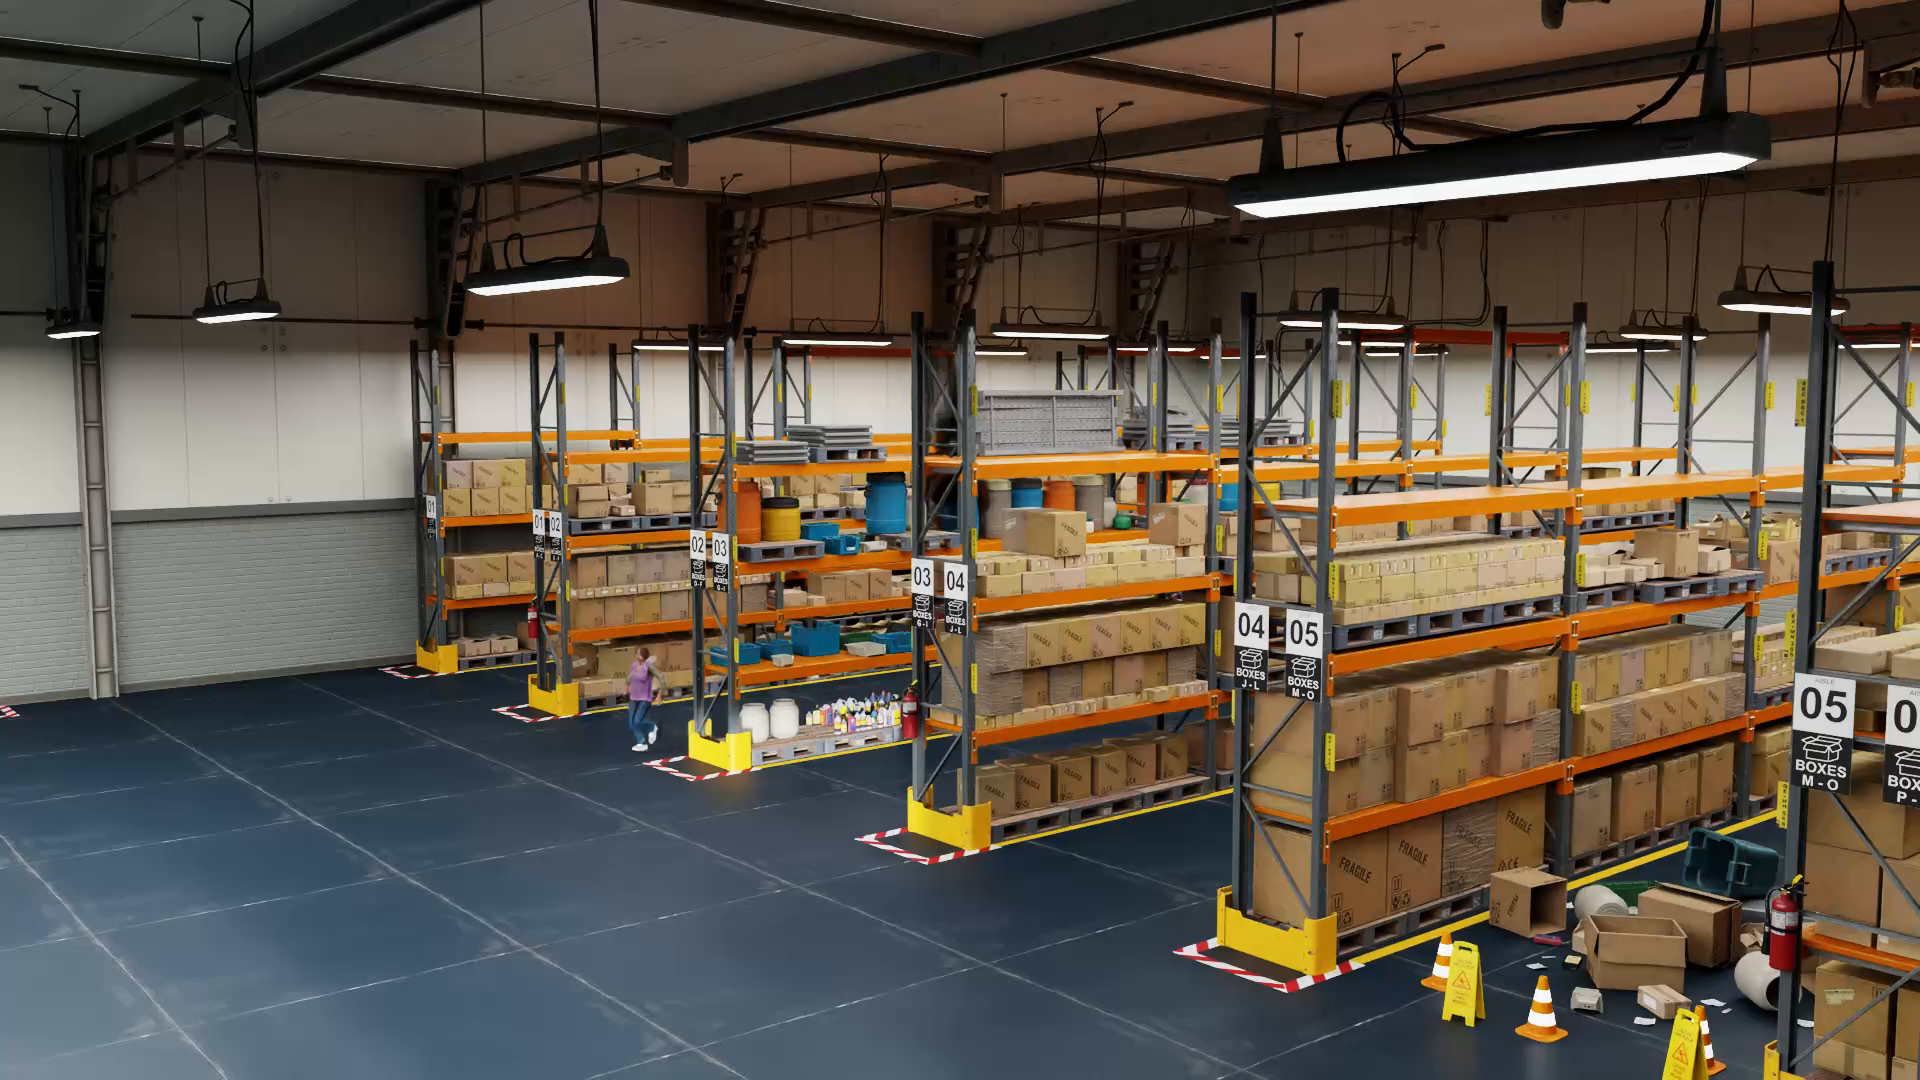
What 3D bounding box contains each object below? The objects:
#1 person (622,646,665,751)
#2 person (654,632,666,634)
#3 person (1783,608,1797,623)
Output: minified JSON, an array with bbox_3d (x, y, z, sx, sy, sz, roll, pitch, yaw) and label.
[{"bbox_3d":[-4.468,2.233,23.344,0.593,1.515,0.522,3,6,28],"label":"person"},{"bbox_3d":[-5.278,1.590,29.698,1.077,1.732,0.663,-5,7,-41],"label":"person"},{"bbox_3d":[12.731,1.944,25.482,0.673,1.825,0.733,-4,6,-34],"label":"person"}]
